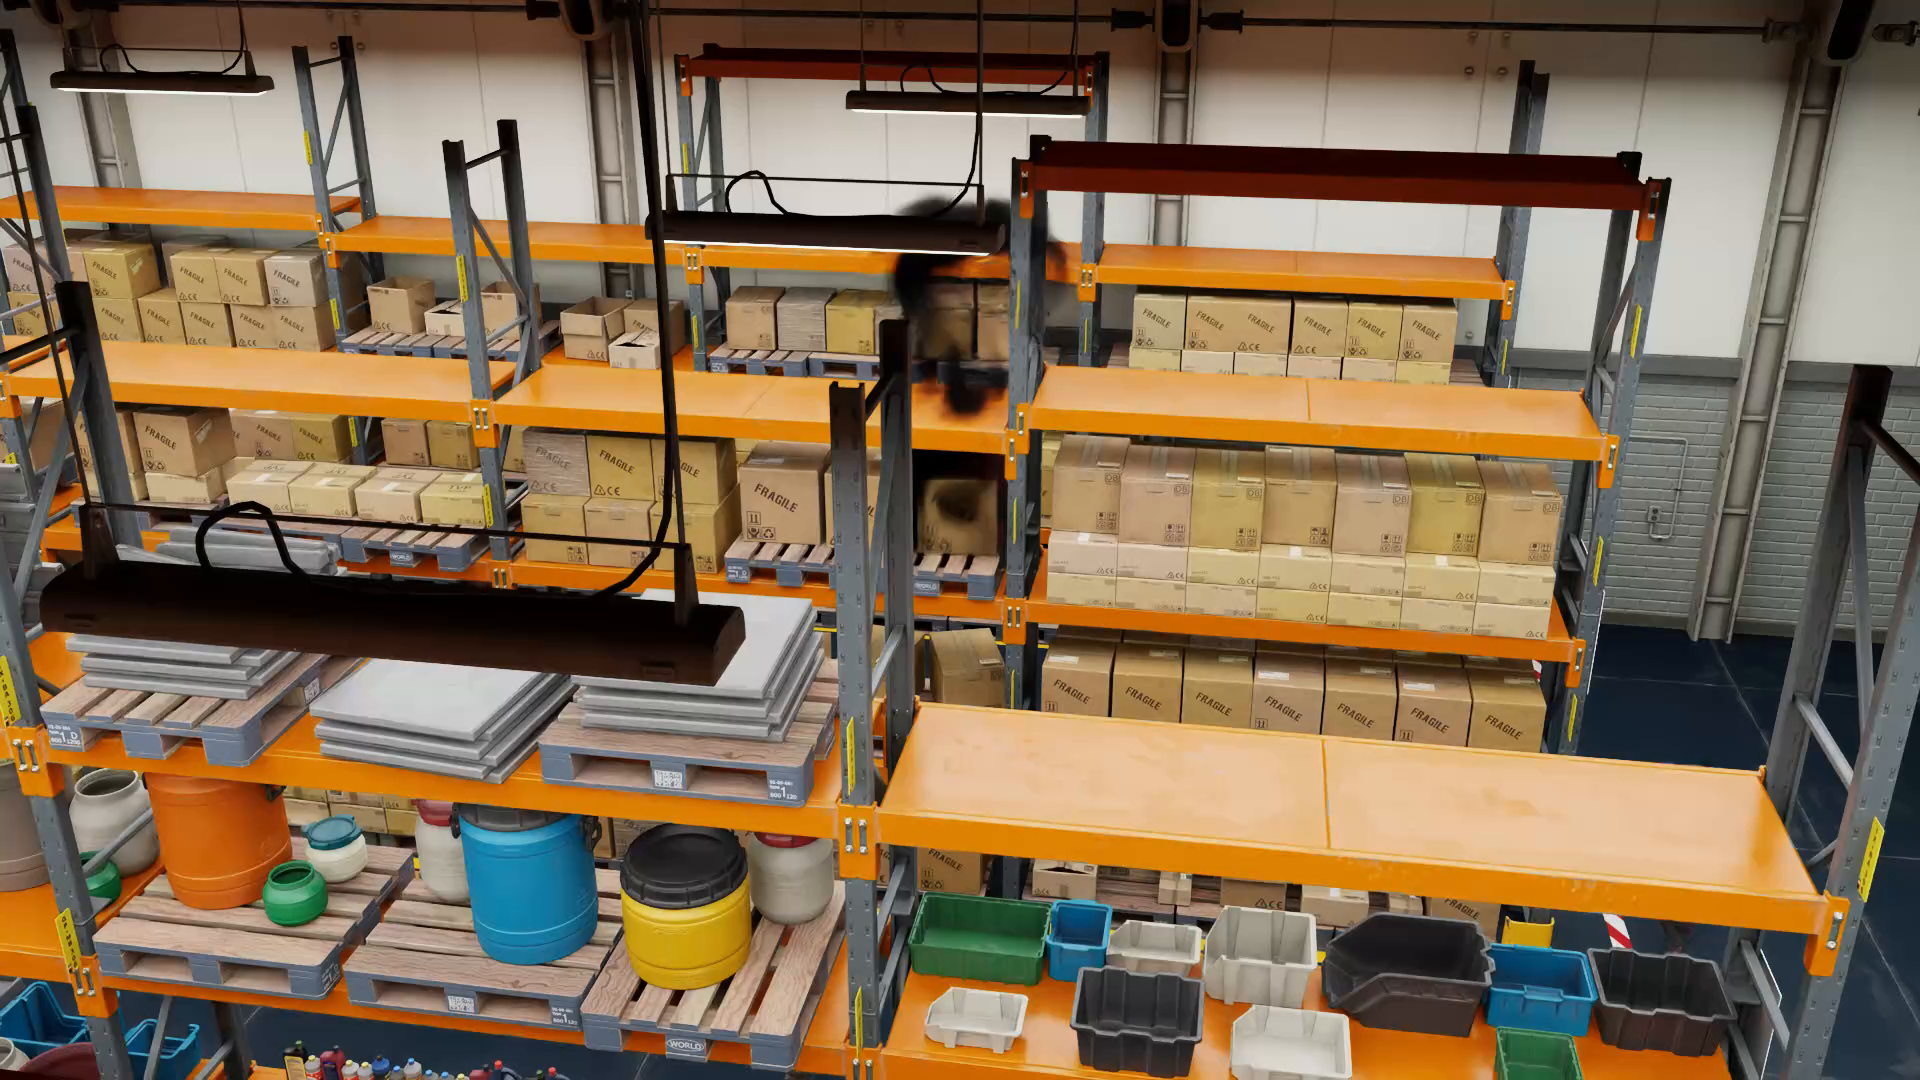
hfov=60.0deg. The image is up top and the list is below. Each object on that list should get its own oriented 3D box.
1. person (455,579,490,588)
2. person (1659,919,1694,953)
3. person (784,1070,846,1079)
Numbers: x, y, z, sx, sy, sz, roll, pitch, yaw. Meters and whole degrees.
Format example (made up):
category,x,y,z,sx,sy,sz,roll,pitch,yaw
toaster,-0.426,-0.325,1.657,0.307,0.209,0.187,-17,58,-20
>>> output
category,x,y,z,sx,sy,sz,roll,pitch,yaw
person,-4.732,0.689,16.508,0.645,1.743,0.724,-1,23,-2
person,5.376,2.501,12.547,0.549,1.507,0.507,13,26,28
person,-0.925,3.075,10.786,0.949,1.760,0.663,1,23,2
